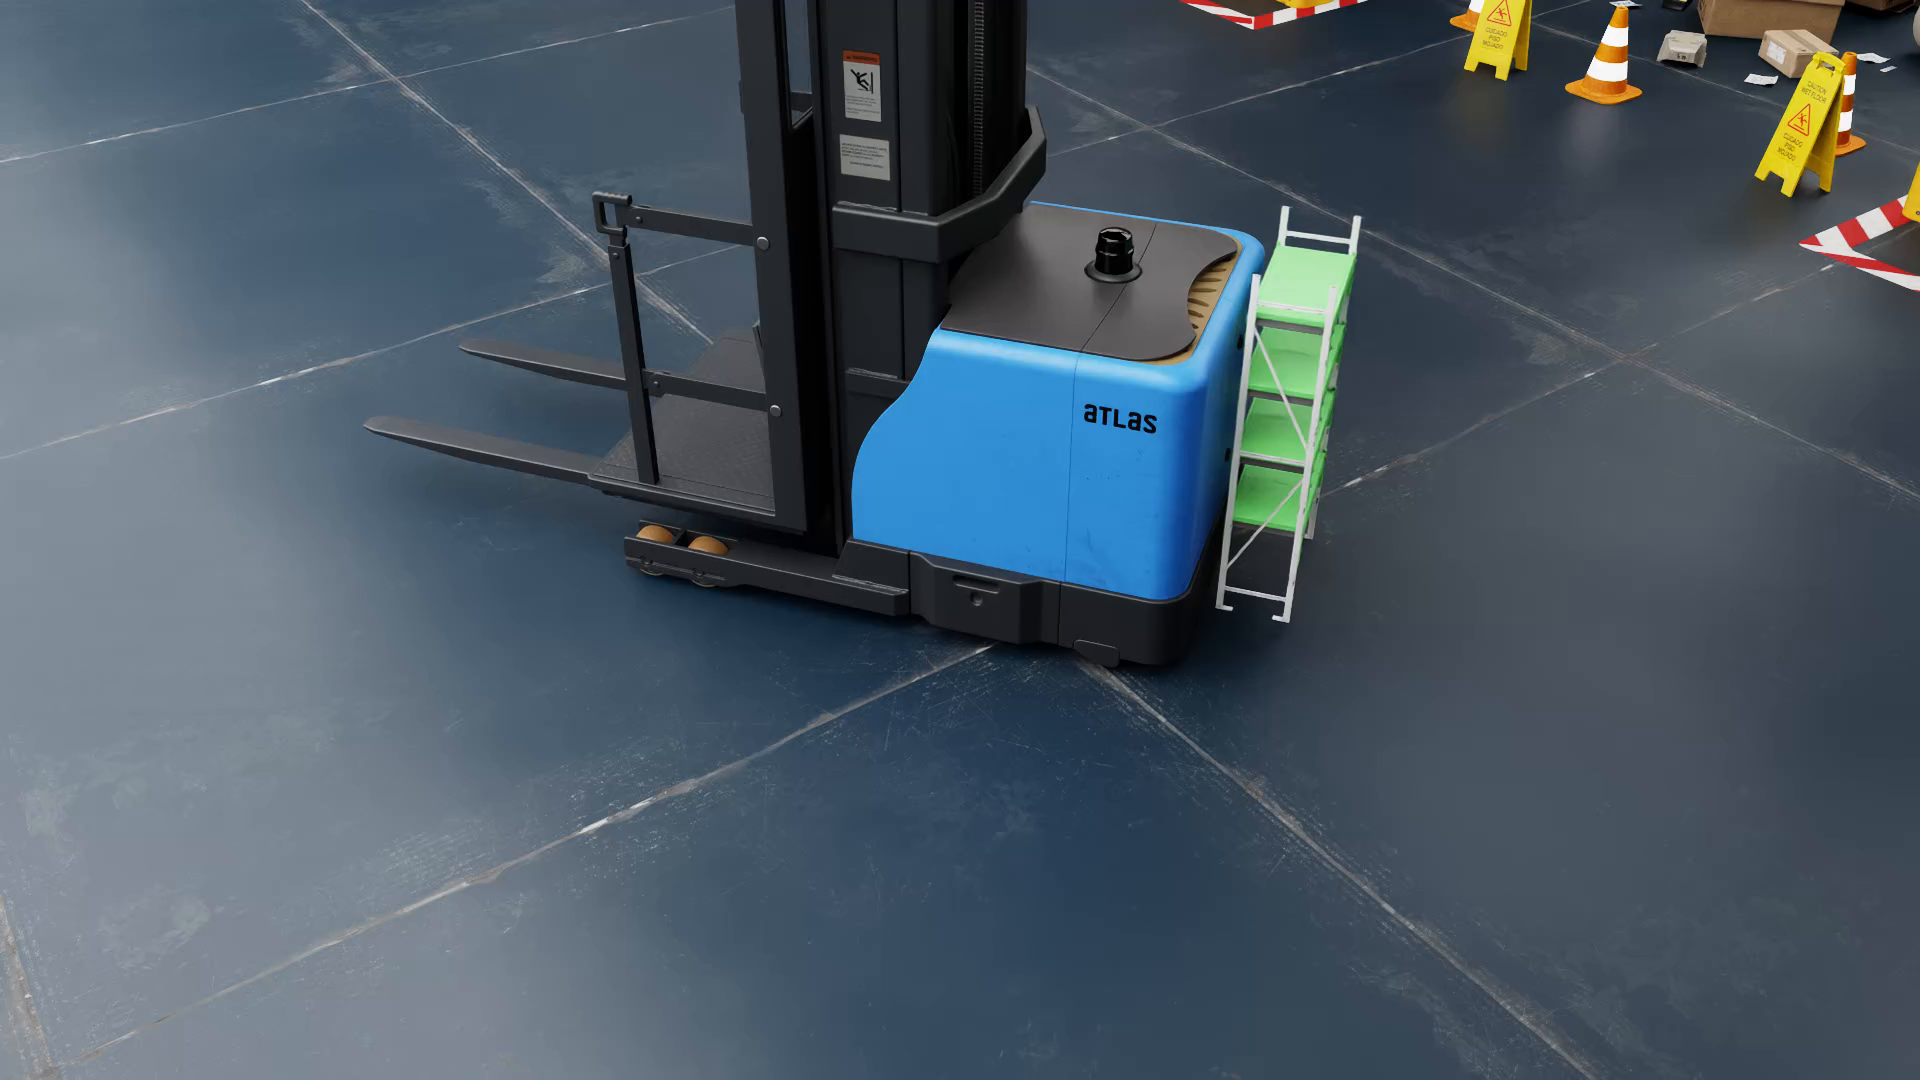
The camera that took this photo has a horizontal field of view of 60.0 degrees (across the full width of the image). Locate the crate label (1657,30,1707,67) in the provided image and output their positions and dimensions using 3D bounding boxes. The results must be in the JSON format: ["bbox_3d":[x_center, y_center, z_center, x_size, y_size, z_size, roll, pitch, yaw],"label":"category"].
[{"bbox_3d":[4.165,-2.831,9.569,0.250,0.136,0.298,15,38,20],"label":"crate label"}]

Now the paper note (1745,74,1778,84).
[{"bbox_3d":[4.493,-2.586,9.319,0.148,0.019,0.142,22,41,28],"label":"paper note"}]

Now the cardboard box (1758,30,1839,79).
[{"bbox_3d":[4.775,-2.771,9.475,0.250,0.149,0.380,-3,36,-4],"label":"cardboard box"}]

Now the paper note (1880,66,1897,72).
[{"bbox_3d":[5.289,-2.683,9.472,0.123,0.001,0.032,-22,41,-28],"label":"paper note"}]

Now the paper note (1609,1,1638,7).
[{"bbox_3d":[4.159,-3.349,10.381,0.142,0.017,0.144,-9,37,-12],"label":"paper note"}]

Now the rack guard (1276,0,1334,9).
[{"bbox_3d":[1.914,-3.829,10.645,0.348,0.500,1.175,-22,41,-28],"label":"rack guard"}]

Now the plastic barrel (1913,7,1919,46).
[{"bbox_3d":[5.684,-2.895,9.412,0.421,0.421,0.512,3,36,4],"label":"plastic barrel"}]

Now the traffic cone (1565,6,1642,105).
[{"bbox_3d":[3.558,-2.669,9.065,0.334,0.463,0.336,-22,41,-28],"label":"traffic cone"}]

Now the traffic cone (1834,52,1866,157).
[{"bbox_3d":[4.476,-2.254,8.487,0.334,0.463,0.336,-22,41,-28],"label":"traffic cone"}]

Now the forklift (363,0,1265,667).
[{"bbox_3d":[-0.595,-1.311,5.062,3.031,2.935,1.130,11,37,15],"label":"forklift"}]

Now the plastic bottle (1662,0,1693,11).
[{"bbox_3d":[4.505,-3.387,10.407,0.133,0.061,0.283,22,41,28],"label":"plastic bottle"}]

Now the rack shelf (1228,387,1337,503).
[{"bbox_3d":[1.029,-0.329,5.289,0.258,0.148,0.480,11,37,15],"label":"rack shelf"}]

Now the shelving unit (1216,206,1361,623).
[{"bbox_3d":[1.029,-0.381,5.251,0.258,1.200,0.503,11,37,15],"label":"shelving unit"}]

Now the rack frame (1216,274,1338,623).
[{"bbox_3d":[0.951,-0.246,5.064,0.240,1.200,0.015,11,37,15],"label":"rack frame"}]

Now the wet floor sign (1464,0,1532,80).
[{"bbox_3d":[3.050,-2.941,9.287,0.267,0.644,0.232,30,45,35],"label":"wet floor sign"}]

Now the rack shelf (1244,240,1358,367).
[{"bbox_3d":[1.028,-0.719,5.009,0.258,0.148,0.480,11,37,15],"label":"rack shelf"}]

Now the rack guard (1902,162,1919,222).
[{"bbox_3d":[4.930,-1.534,7.455,0.348,0.500,1.175,-22,41,-28],"label":"rack guard"}]

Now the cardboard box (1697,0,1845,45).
[{"bbox_3d":[4.845,-3.309,9.920,0.797,0.503,0.637,9,37,12],"label":"cardboard box"}]

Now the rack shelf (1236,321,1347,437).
[{"bbox_3d":[1.029,-0.524,5.149,0.258,0.148,0.480,11,37,15],"label":"rack shelf"}]

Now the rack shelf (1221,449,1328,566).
[{"bbox_3d":[1.030,-0.134,5.429,0.258,0.148,0.480,11,37,15],"label":"rack shelf"}]

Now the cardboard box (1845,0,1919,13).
[{"bbox_3d":[5.604,-3.682,10.323,0.503,0.637,0.797,-22,41,-28],"label":"cardboard box"}]

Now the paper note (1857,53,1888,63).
[{"bbox_3d":[5.274,-2.795,9.620,0.142,0.019,0.148,-9,37,-12],"label":"paper note"}]

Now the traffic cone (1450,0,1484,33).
[{"bbox_3d":[3.185,-3.323,9.974,0.334,0.463,0.336,-22,41,-28],"label":"traffic cone"}]

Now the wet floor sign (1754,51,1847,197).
[{"bbox_3d":[4.096,-2.014,7.998,0.232,0.644,0.267,-9,37,-12],"label":"wet floor sign"}]

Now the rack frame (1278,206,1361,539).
[{"bbox_3d":[1.107,-0.516,5.439,0.240,1.200,0.015,11,37,15],"label":"rack frame"}]
